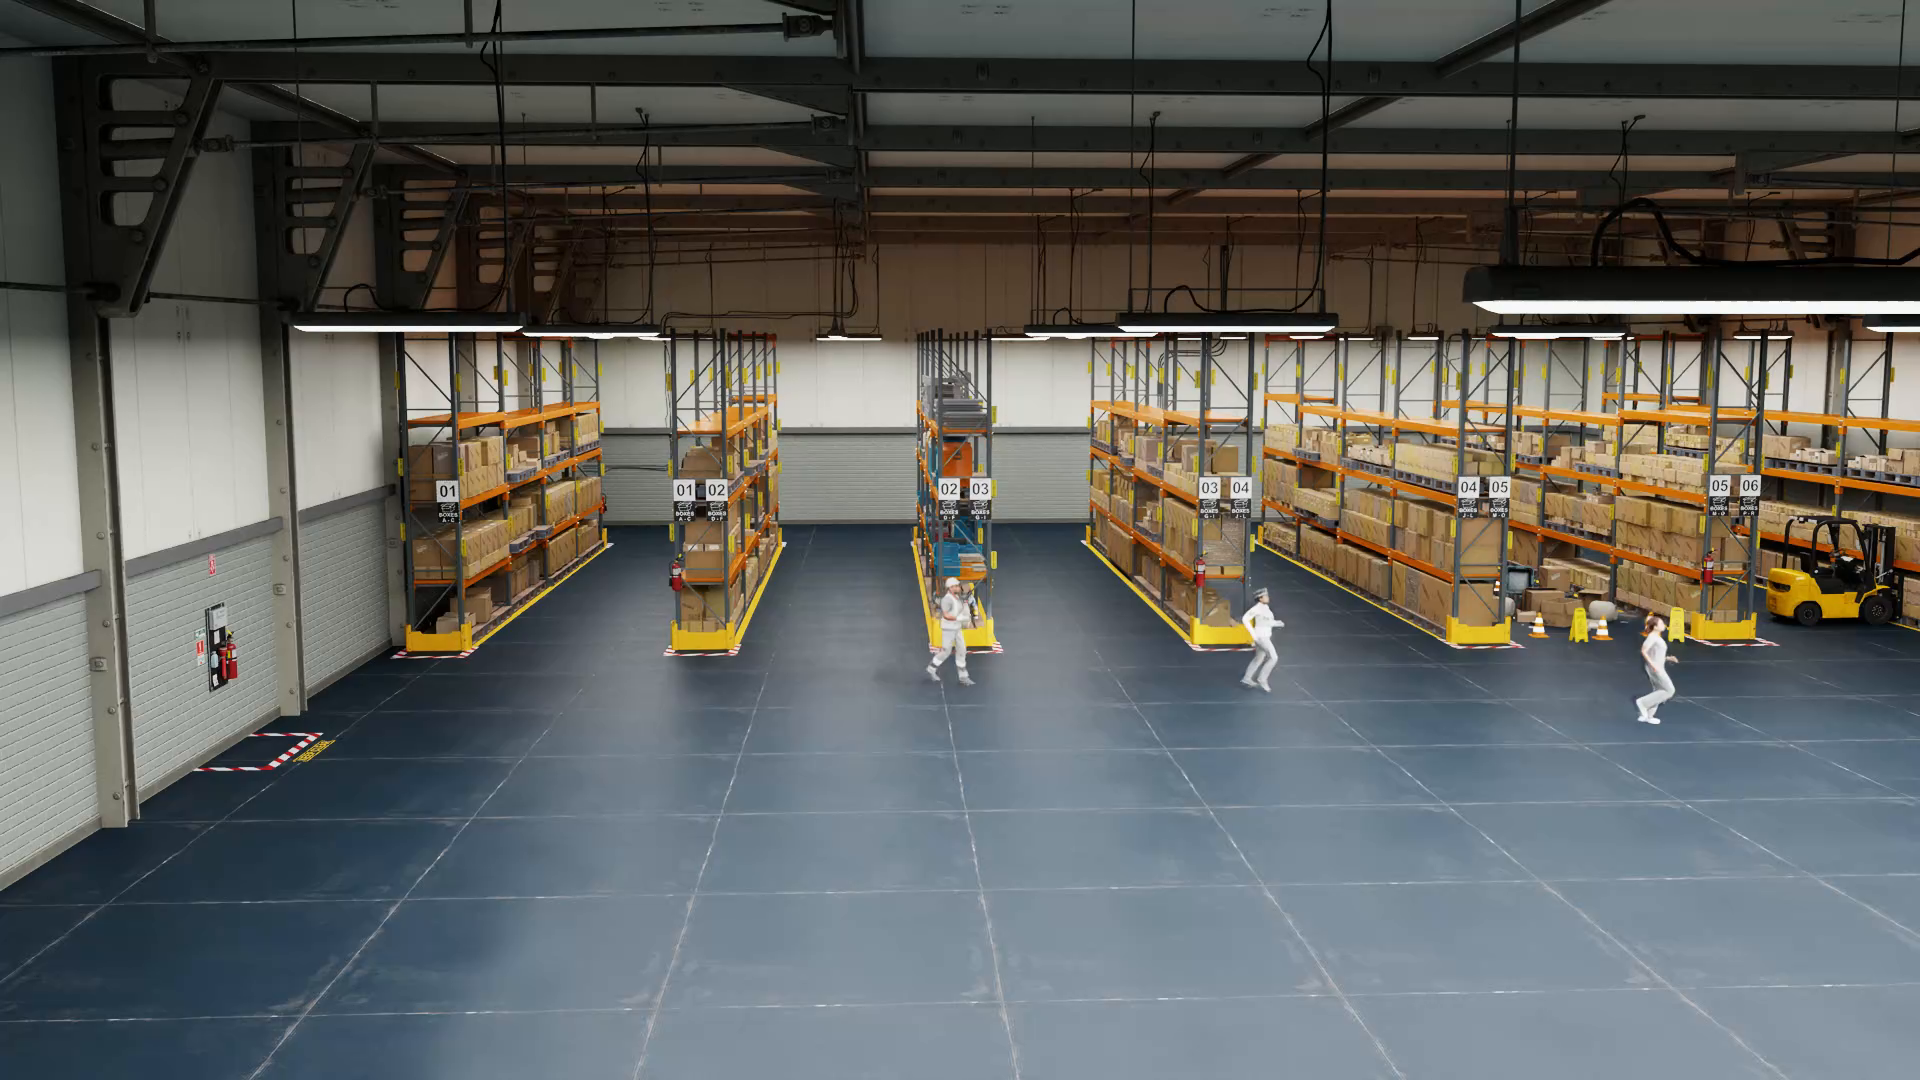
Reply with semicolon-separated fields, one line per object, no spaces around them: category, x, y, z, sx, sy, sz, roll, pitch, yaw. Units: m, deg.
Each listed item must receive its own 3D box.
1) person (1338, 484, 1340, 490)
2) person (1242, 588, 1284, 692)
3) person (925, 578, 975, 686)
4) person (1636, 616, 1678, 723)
person;10.765;-0.776;47.595;0.679;1.708;0.982;-1;7;-11
person;5.021;1.646;27.555;0.696;1.726;0.580;3;7;25
person;-0.163;1.536;27.999;0.854;1.829;0.684;3;7;21
person;10.534;2.088;25.114;0.553;1.381;0.557;3;7;26
